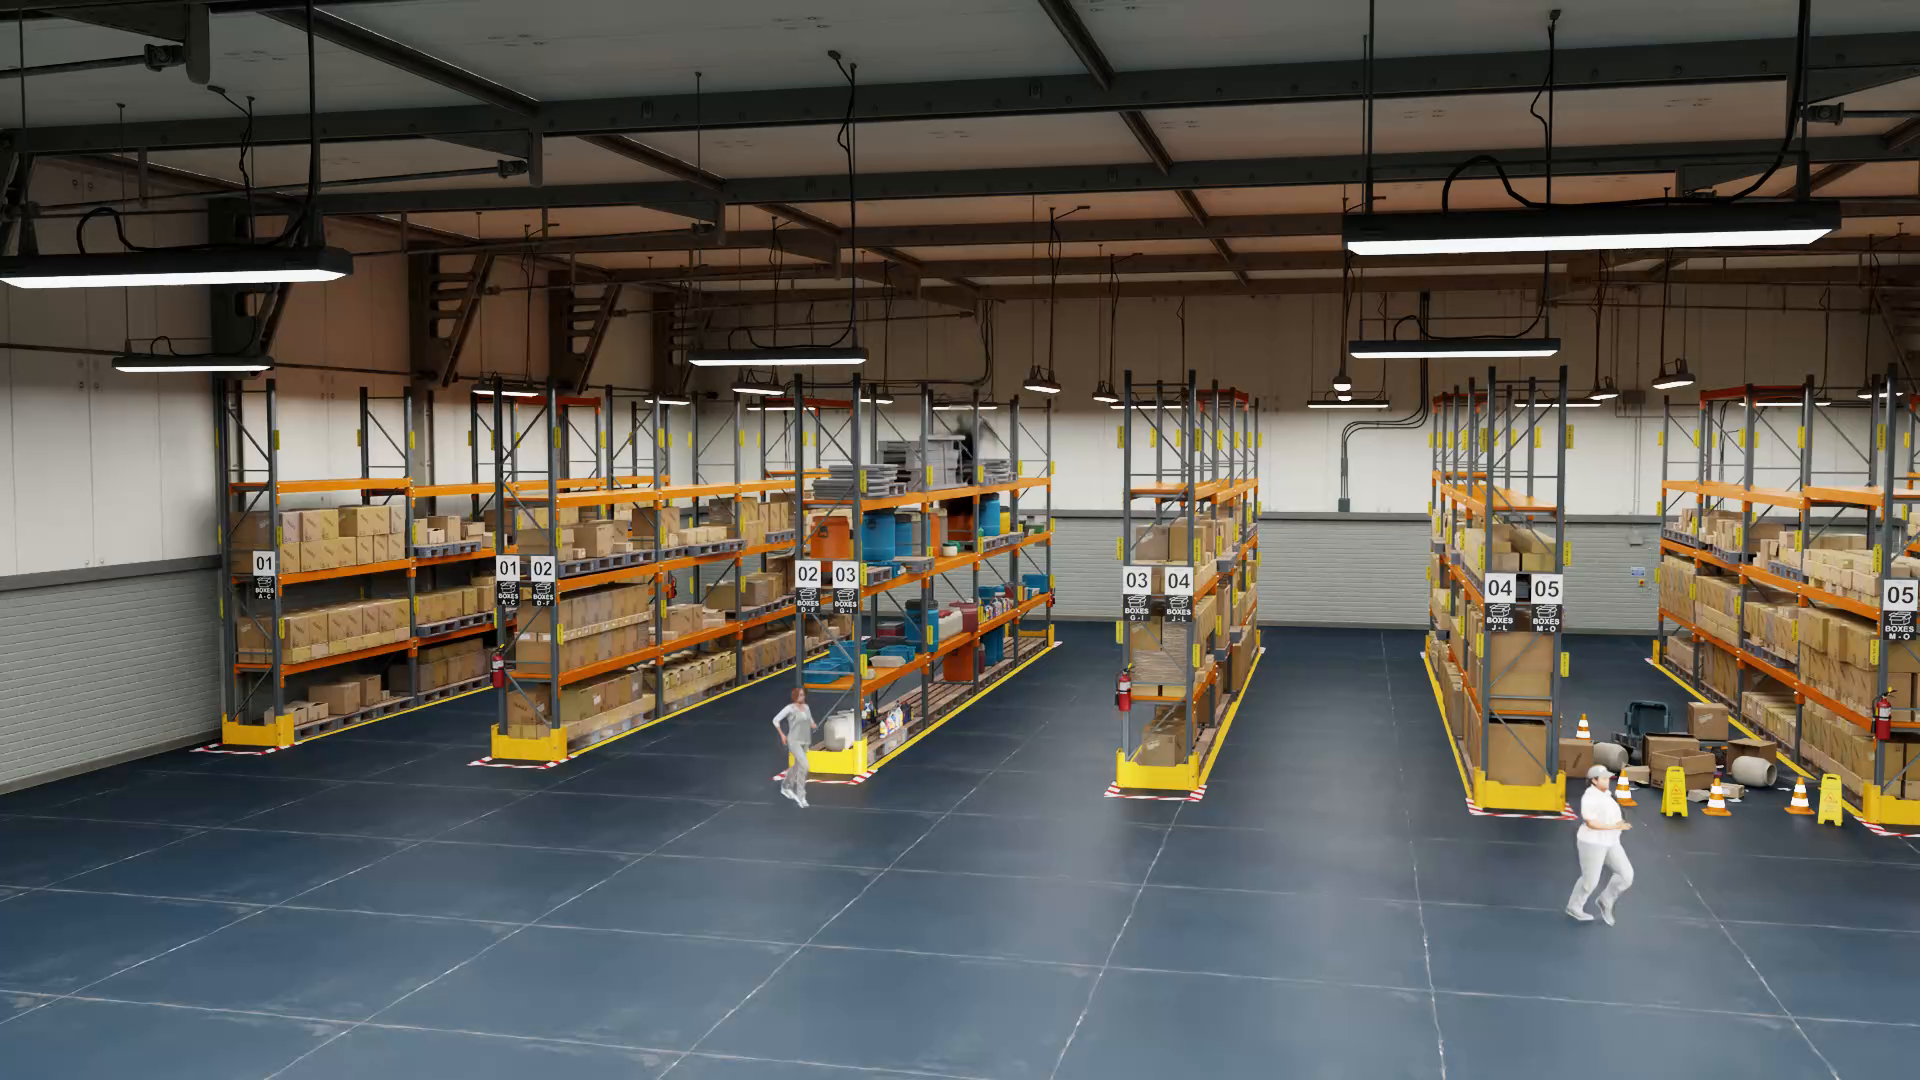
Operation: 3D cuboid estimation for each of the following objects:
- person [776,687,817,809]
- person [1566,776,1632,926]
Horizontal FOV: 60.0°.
[{"bbox_3d":[-2.238,2.835,22.772,0.715,1.646,0.444,3,4,36],"label":"person"},{"bbox_3d":[6.605,3.159,17.127,0.579,1.656,0.678,-3,4,-38],"label":"person"}]
